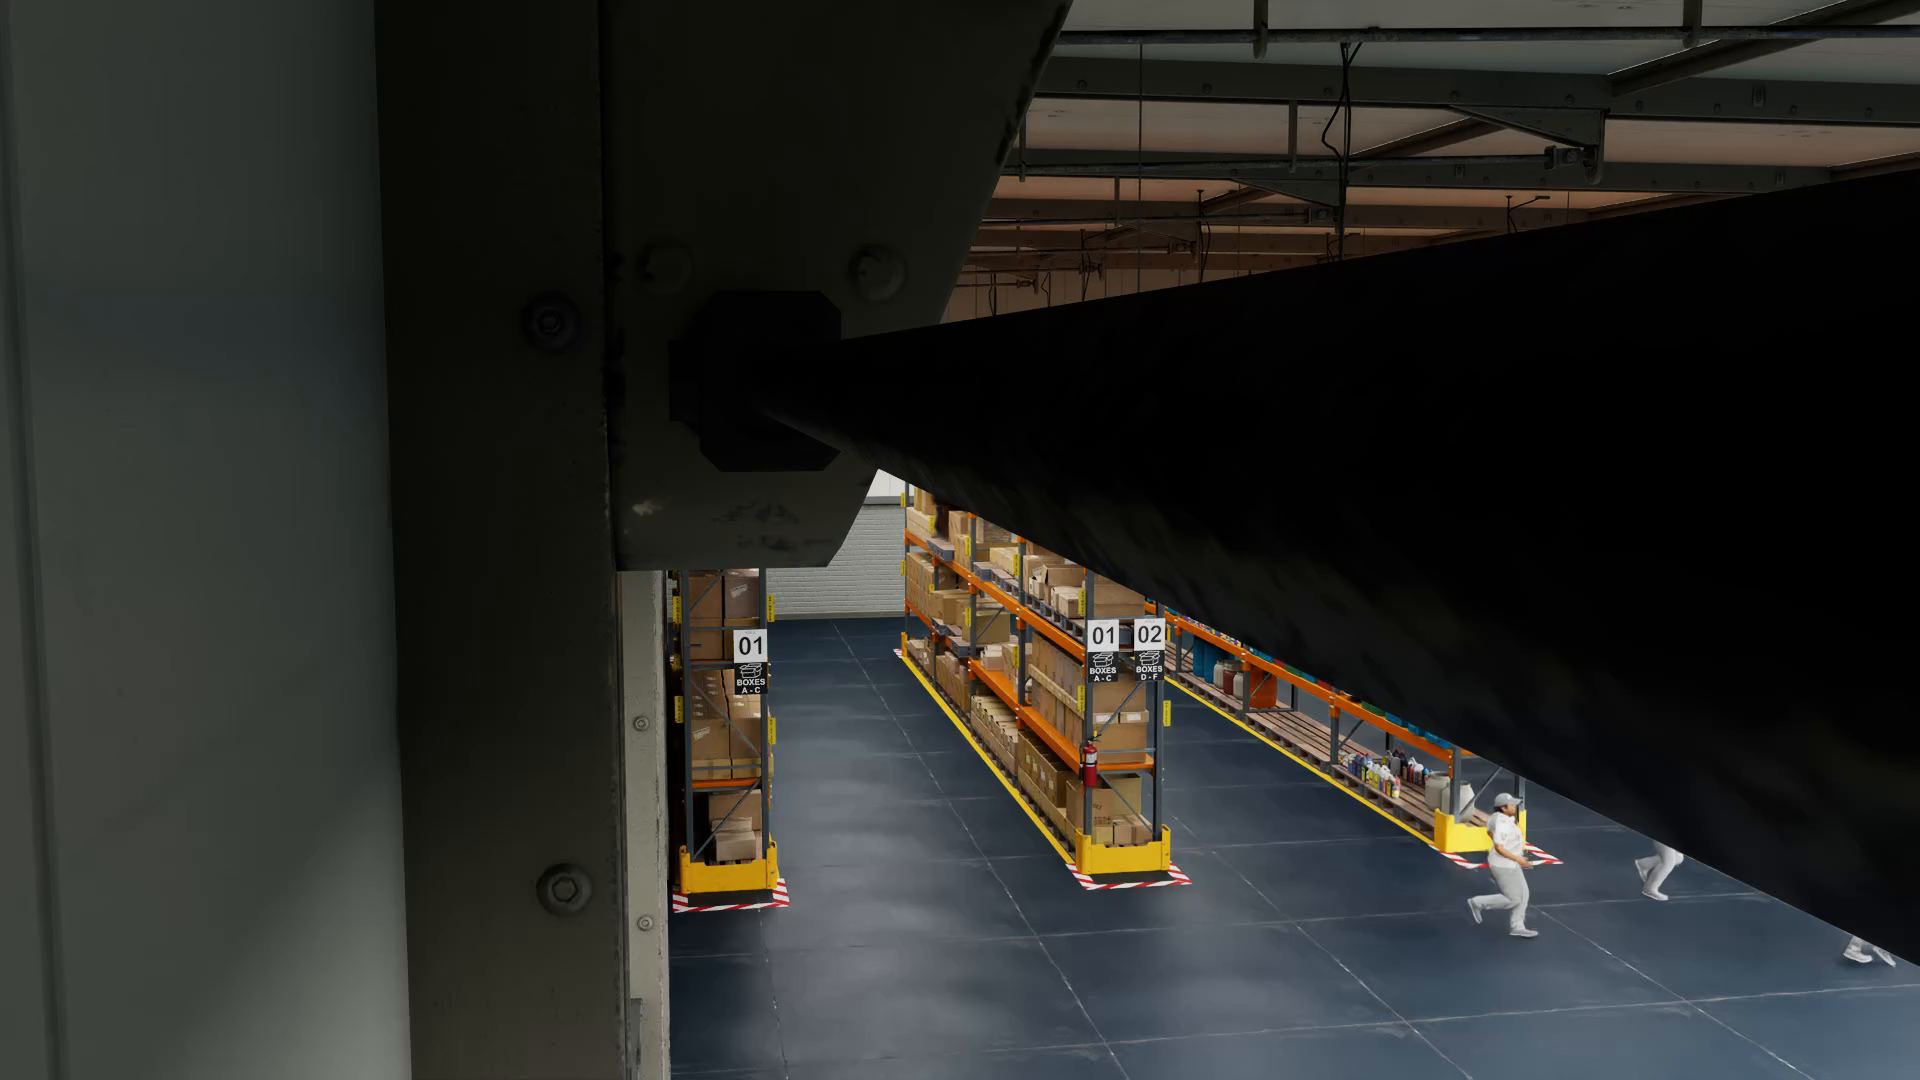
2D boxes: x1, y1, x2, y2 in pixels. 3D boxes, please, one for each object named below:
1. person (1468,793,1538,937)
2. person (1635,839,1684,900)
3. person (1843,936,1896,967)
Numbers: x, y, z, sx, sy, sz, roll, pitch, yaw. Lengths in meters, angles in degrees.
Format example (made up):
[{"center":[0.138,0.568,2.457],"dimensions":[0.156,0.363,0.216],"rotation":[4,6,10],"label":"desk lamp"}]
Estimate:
[{"center":[6.062,3.615,18.517],"dimensions":[0.769,1.624,0.597],"rotation":[2,6,15],"label":"person"},{"center":[8.402,3.463,19.842],"dimensions":[0.625,1.667,0.599],"rotation":[3,7,27],"label":"person"},{"center":[9.728,3.675,17.550],"dimensions":[0.684,1.734,0.592],"rotation":[1,6,14],"label":"person"}]
